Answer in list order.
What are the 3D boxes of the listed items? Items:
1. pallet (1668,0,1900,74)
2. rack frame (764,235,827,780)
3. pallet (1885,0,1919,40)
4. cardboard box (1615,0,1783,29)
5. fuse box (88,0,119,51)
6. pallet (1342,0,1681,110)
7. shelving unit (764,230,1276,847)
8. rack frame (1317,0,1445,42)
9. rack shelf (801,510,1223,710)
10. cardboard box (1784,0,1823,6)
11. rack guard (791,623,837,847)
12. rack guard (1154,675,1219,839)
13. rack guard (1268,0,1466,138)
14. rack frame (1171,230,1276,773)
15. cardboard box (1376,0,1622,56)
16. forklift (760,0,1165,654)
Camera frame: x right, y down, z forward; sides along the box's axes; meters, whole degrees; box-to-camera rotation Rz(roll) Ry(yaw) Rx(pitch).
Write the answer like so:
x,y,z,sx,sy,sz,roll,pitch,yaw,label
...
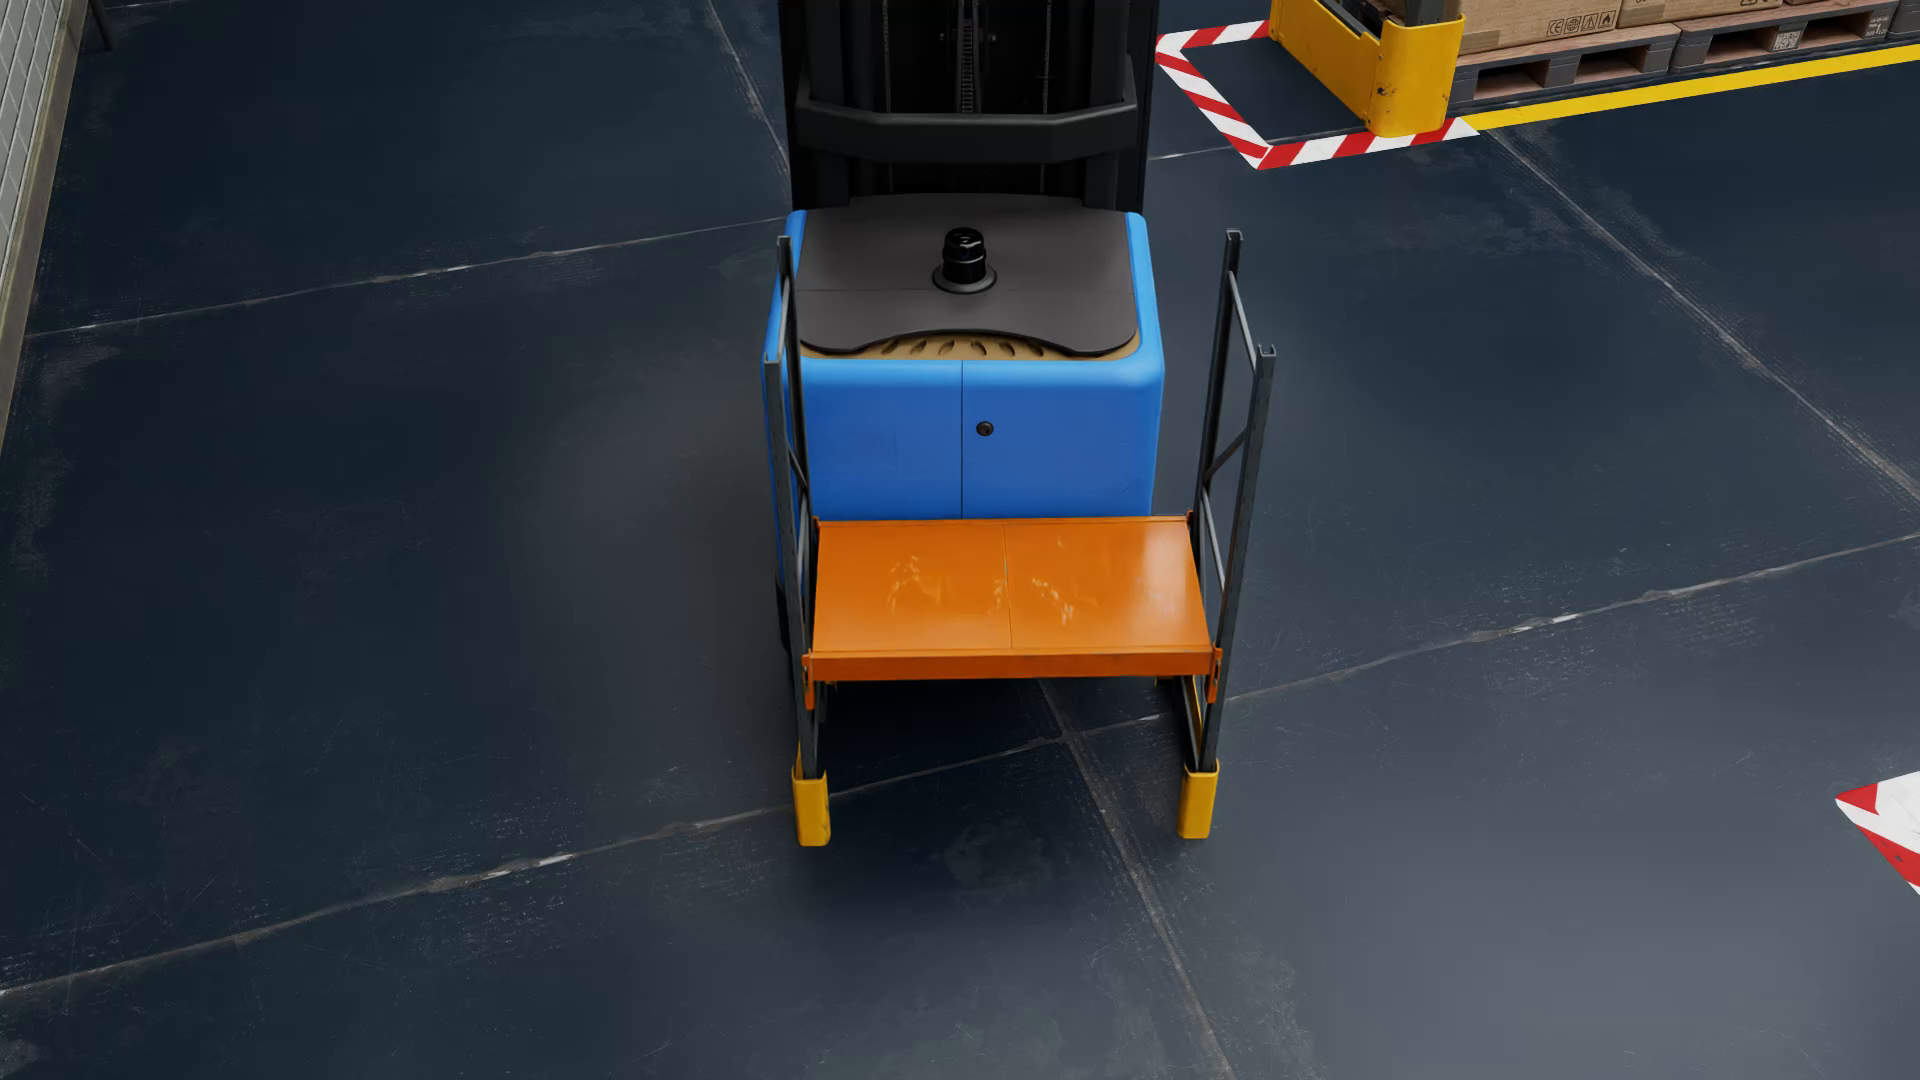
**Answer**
x,y,z,sx,sy,sz,roll,pitch,yaw,label
3.737,-2.674,8.150,1.213,0.211,1.003,-12,42,-13,pallet
-0.390,0.041,4.063,0.032,1.500,0.500,-1,41,-1,rack frame
4.903,-2.918,8.429,1.213,0.211,1.003,-12,42,-13,pallet
3.306,-2.851,7.862,0.875,0.438,0.875,-11,42,-12,cardboard box
-4.027,-3.011,7.396,0.414,1.711,0.539,-12,42,-13,fuse box
2.576,-2.435,7.877,1.213,0.211,1.003,-12,42,-13,pallet
0.109,0.033,4.072,1.083,1.500,0.587,-1,41,-1,shelving unit
1.837,-3.278,6.723,0.127,3.000,1.000,-12,42,-13,rack frame
0.118,0.169,4.190,1.000,0.185,0.538,-1,41,-1,rack shelf
4.167,-3.028,8.064,0.875,0.438,0.875,-13,43,-14,cardboard box
-0.389,0.512,4.474,0.087,0.250,0.587,-1,41,-1,rack guard
0.607,0.496,4.492,0.087,0.250,0.587,-1,41,-1,rack guard
1.814,-2.332,7.540,0.348,0.500,1.175,-12,42,-13,rack guard
0.627,0.025,4.081,0.032,1.500,0.500,-1,41,-1,rack frame
2.436,-2.665,7.649,0.875,0.438,0.875,-13,43,-15,cardboard box
0.027,-1.694,4.961,1.130,2.935,3.031,1,41,1,forklift
